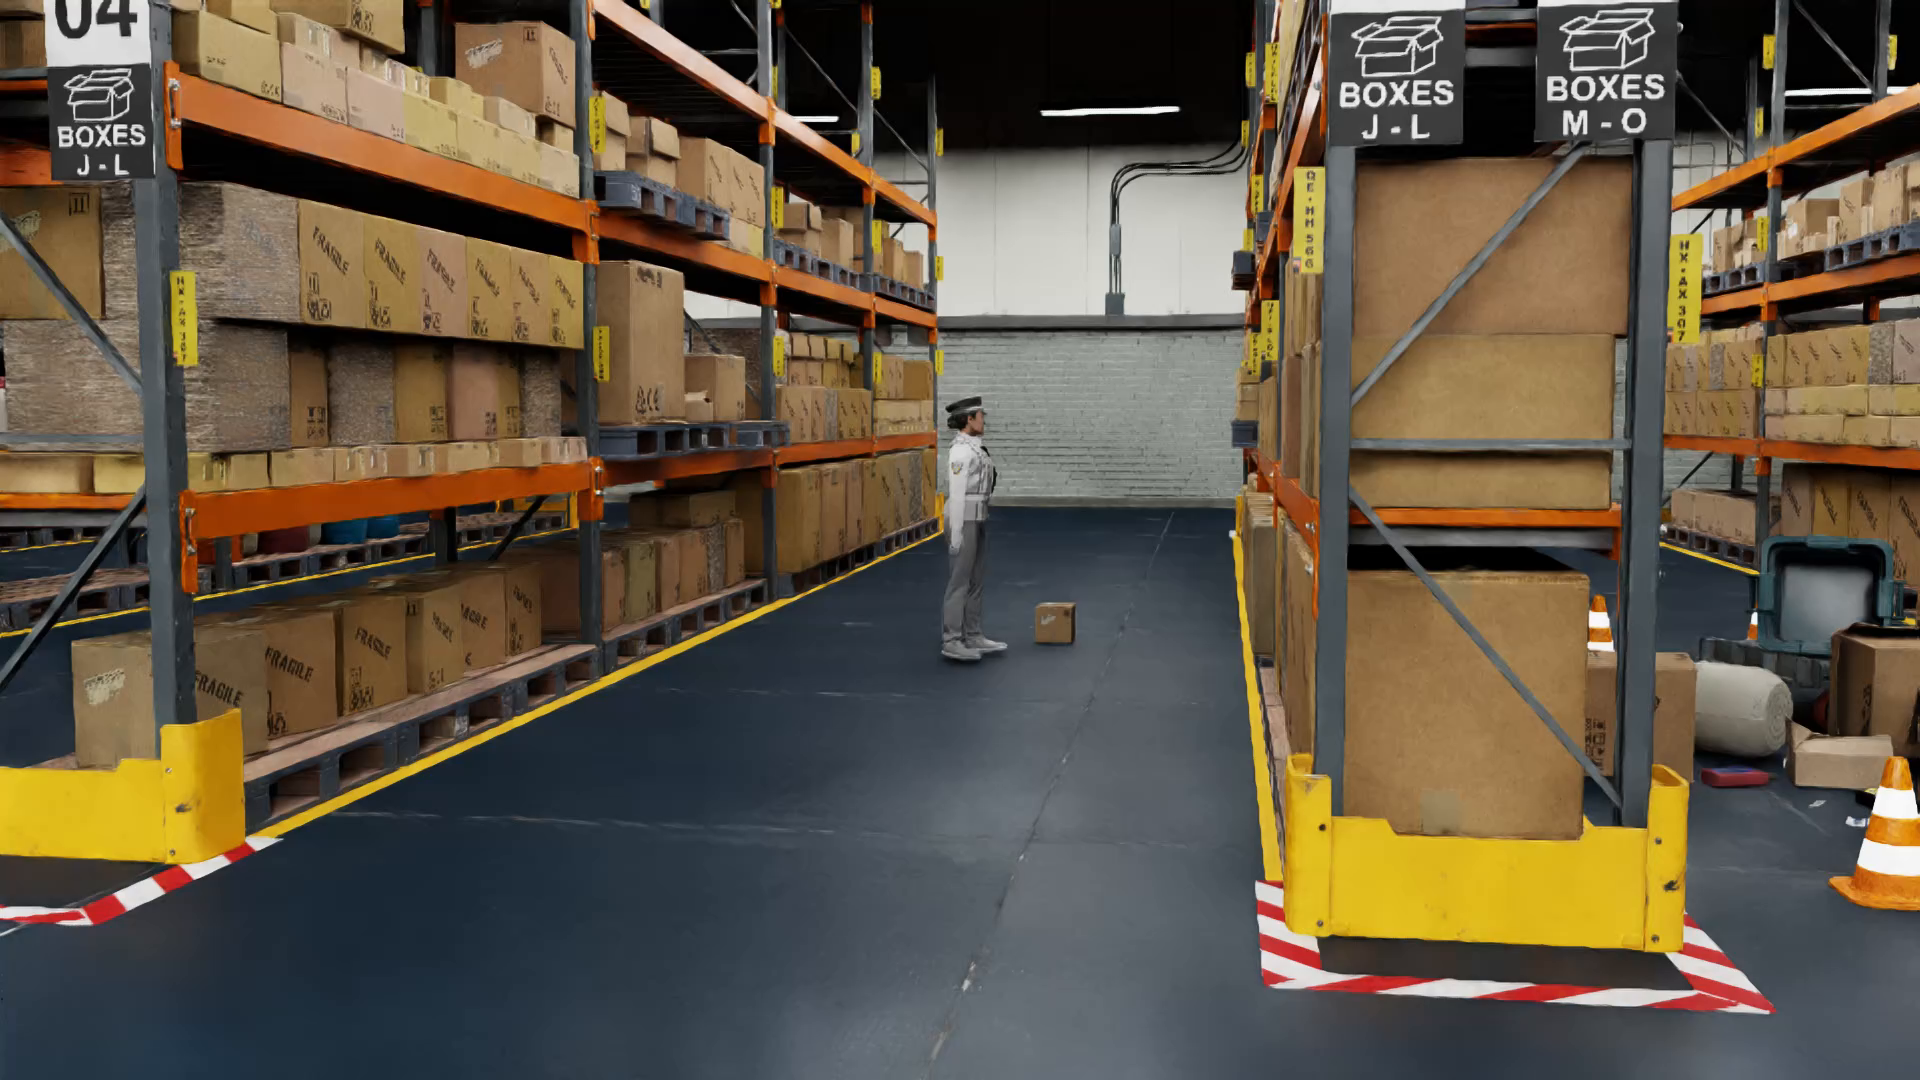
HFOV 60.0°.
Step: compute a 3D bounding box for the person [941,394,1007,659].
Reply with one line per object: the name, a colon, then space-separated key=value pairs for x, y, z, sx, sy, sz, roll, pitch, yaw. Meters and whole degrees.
person: x=0.084 y=-0.090 z=10.660 sx=0.404 sy=1.685 sz=0.569 roll=1 pitch=5 yaw=9
